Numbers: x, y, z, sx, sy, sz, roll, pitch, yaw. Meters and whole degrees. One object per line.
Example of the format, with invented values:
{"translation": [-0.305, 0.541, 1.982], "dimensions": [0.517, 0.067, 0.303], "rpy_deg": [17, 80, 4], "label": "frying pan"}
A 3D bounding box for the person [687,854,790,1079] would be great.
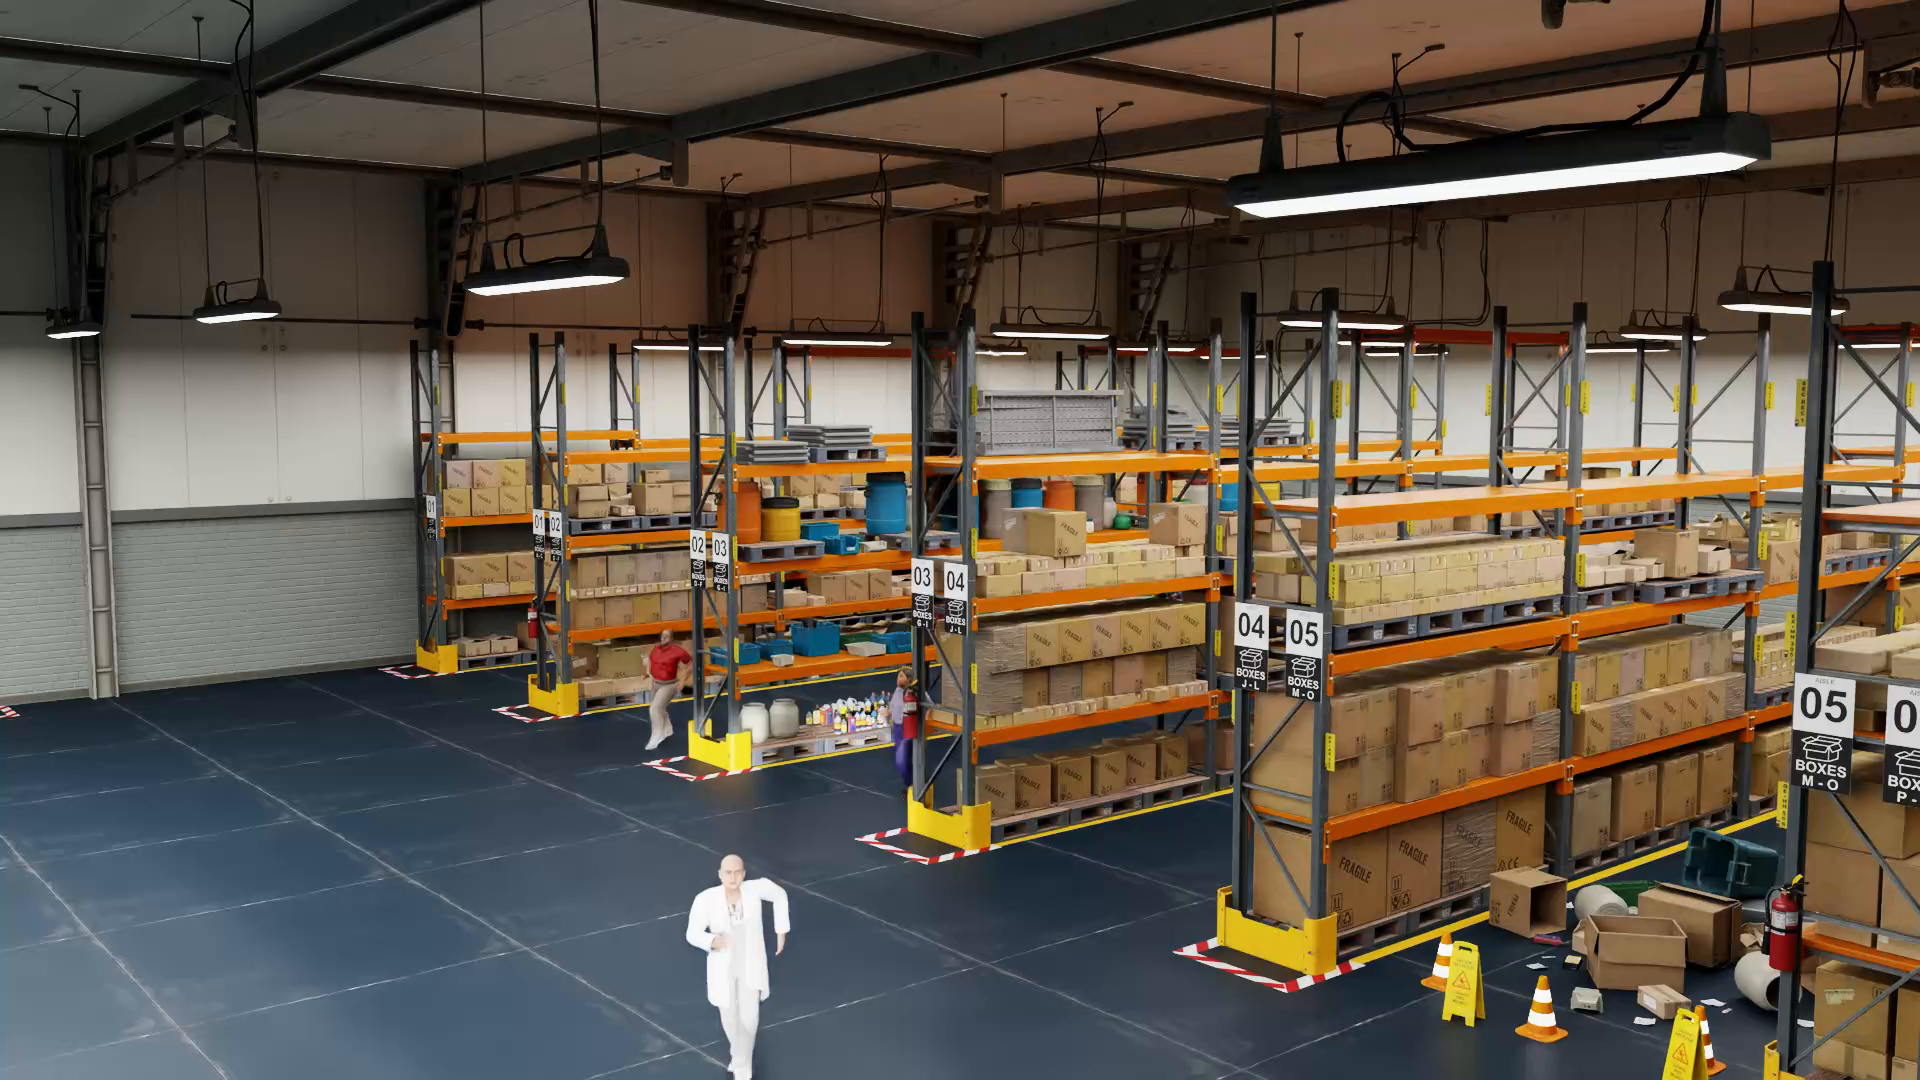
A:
{"translation": [-1.618, 3.154, 12.209], "dimensions": [0.753, 1.766, 0.883], "rpy_deg": [-1, 5, -7], "label": "person"}

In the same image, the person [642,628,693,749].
{"translation": [-4.211, 2.135, 23.836], "dimensions": [0.730, 1.759, 0.696], "rpy_deg": [4, 7, 36], "label": "person"}

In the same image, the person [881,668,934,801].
{"translation": [-0.691, 2.445, 20.808], "dimensions": [0.617, 1.697, 0.580], "rpy_deg": [-4, 7, -38], "label": "person"}
